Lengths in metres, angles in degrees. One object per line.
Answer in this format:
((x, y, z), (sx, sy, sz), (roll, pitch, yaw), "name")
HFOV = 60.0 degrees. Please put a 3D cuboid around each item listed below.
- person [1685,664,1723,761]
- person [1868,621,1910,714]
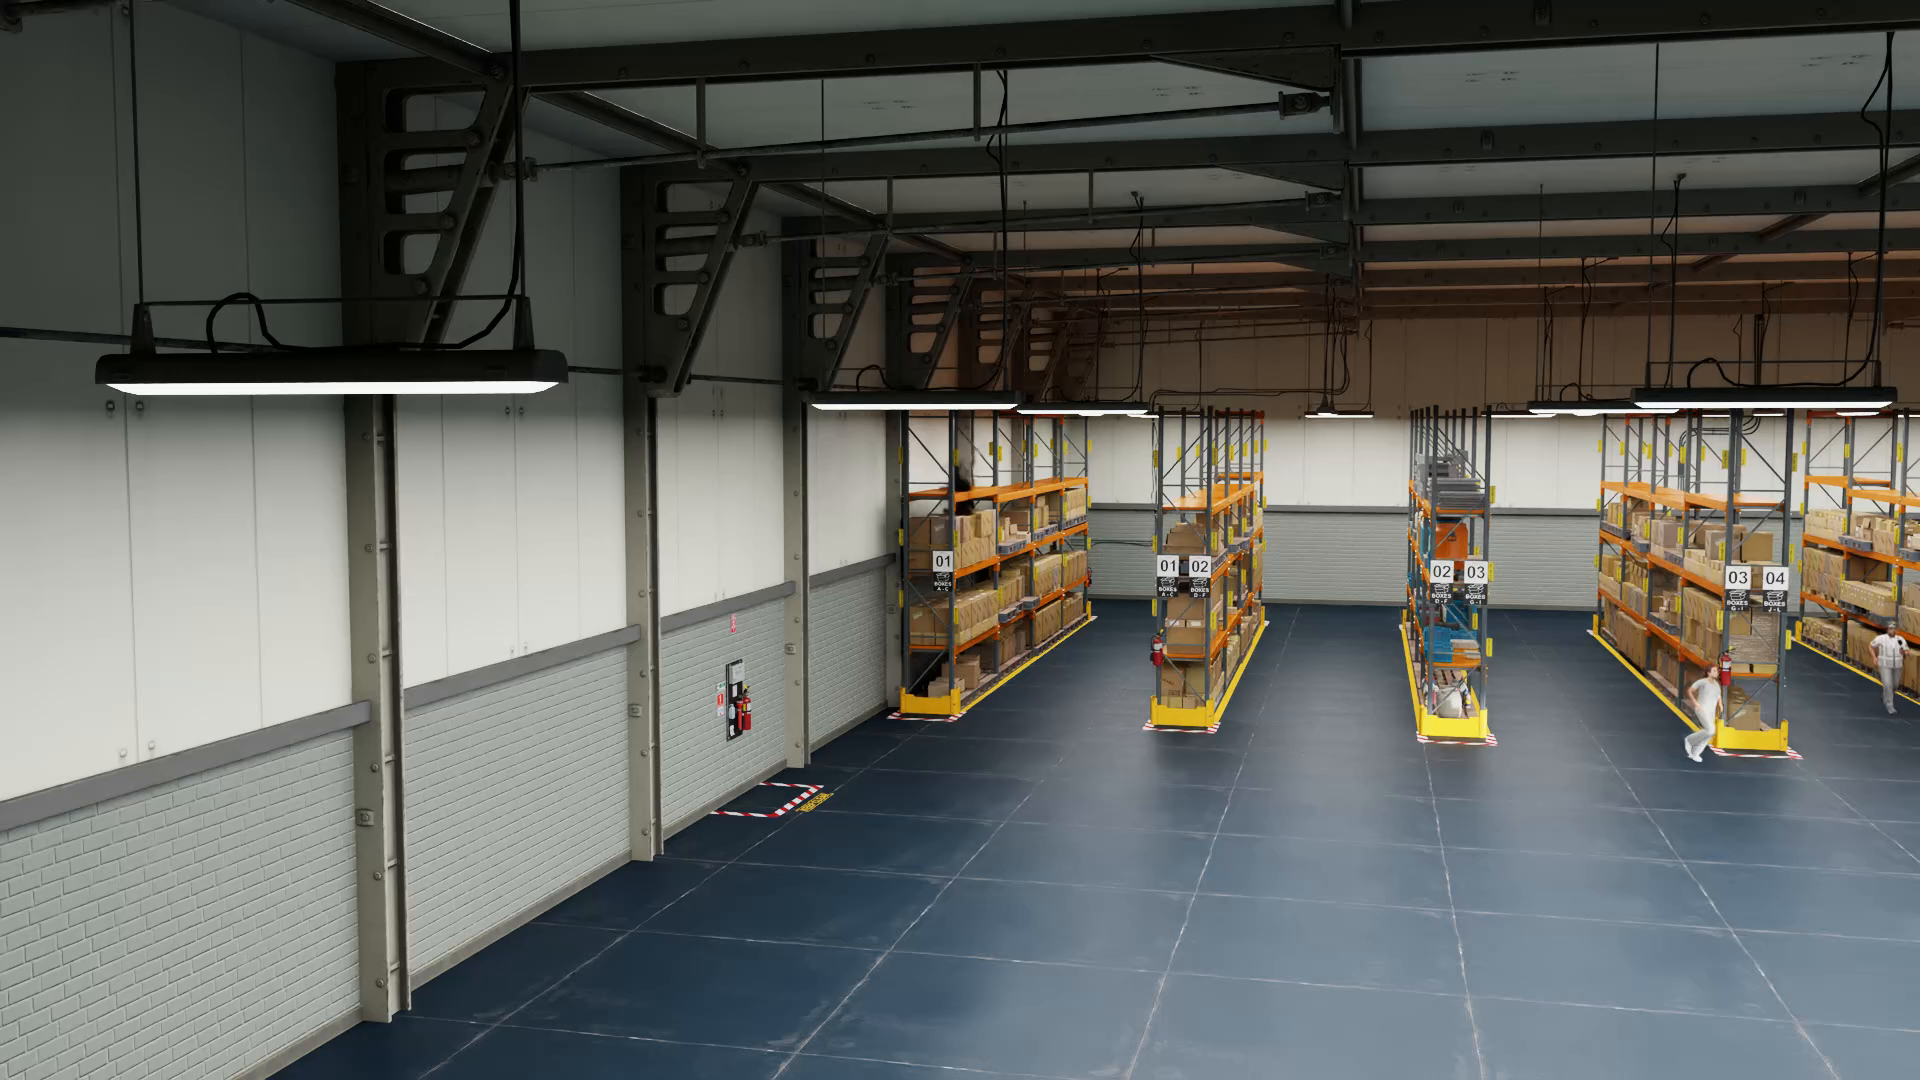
((12.635, 2.911, 28.105), (0.569, 1.626, 0.530), (-2, 5, -27), "person")
((18.281, 2.470, 32.678), (0.662, 1.768, 0.989), (1, 4, 7), "person")
